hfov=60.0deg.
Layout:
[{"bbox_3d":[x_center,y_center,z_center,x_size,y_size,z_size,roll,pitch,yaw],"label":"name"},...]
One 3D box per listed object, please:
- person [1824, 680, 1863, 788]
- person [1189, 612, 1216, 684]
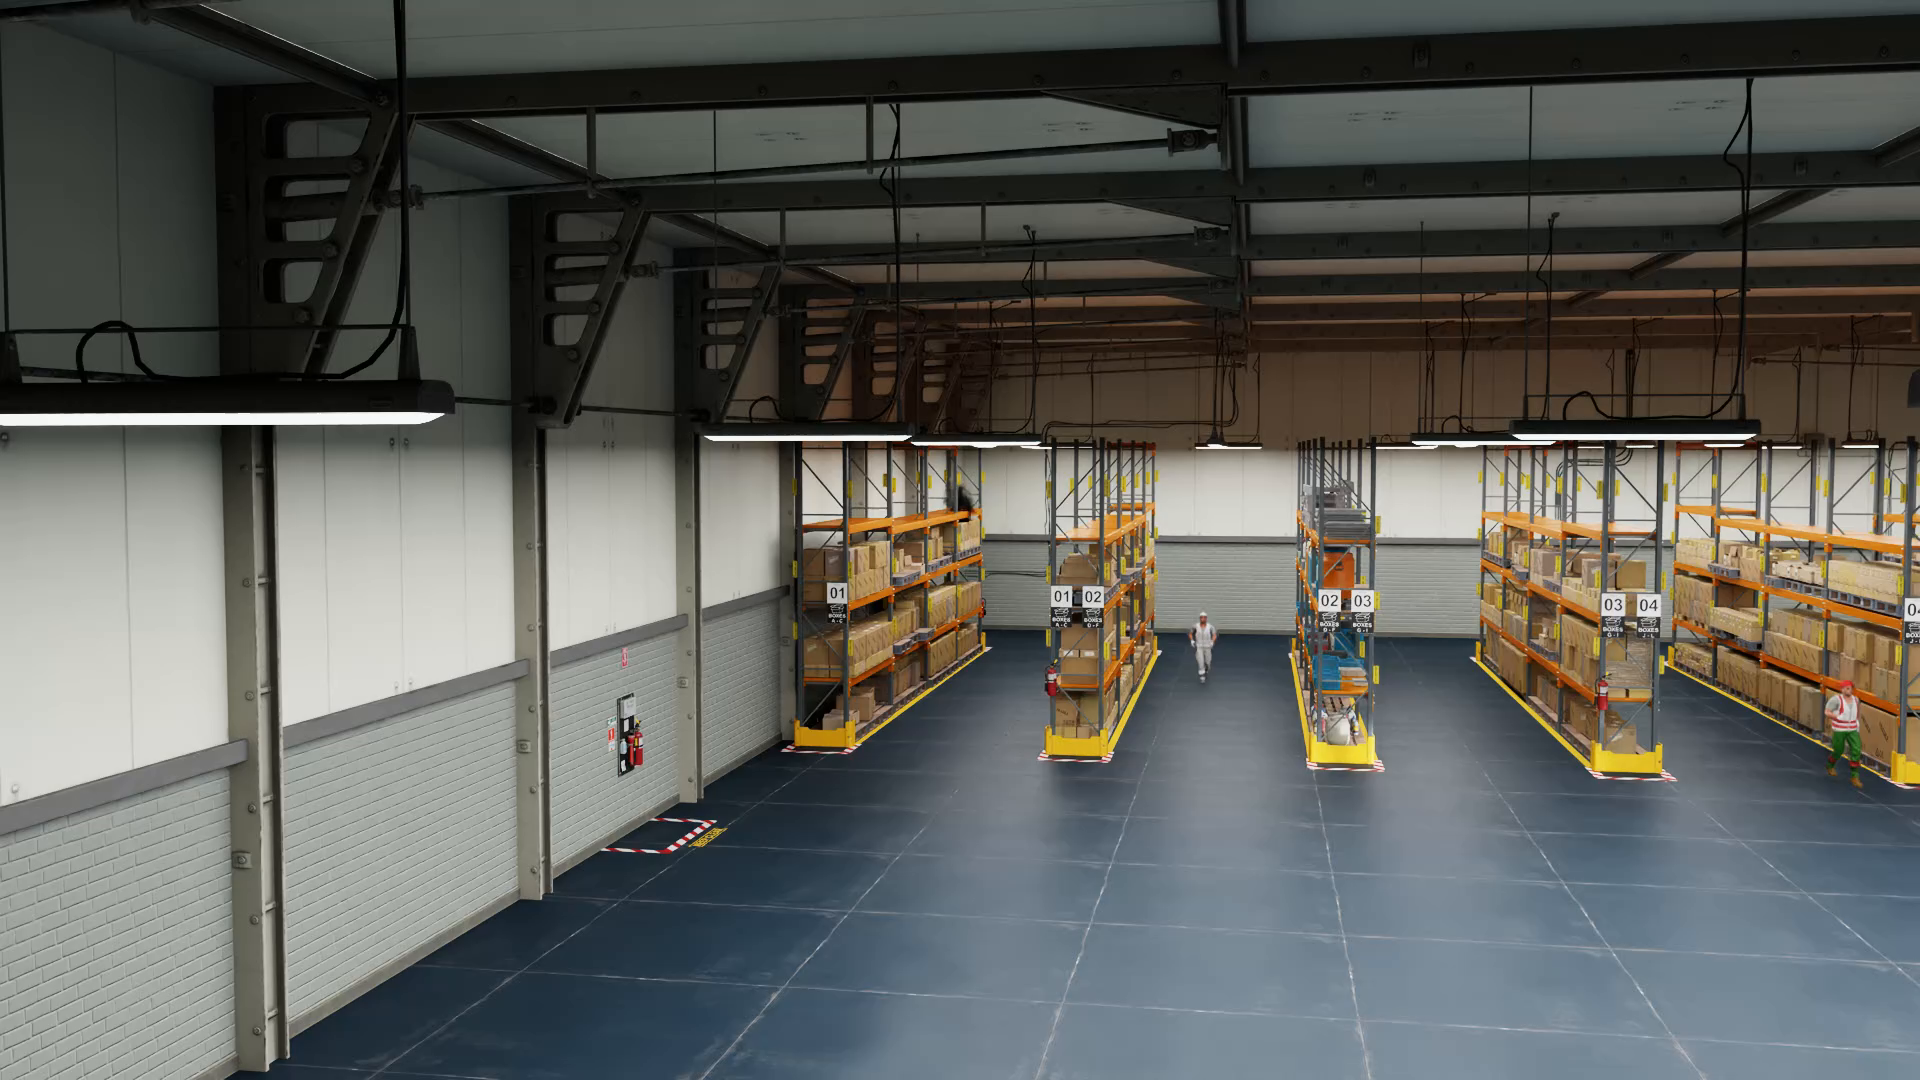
[{"bbox_3d":[15.285,3.305,28.756,0.688,1.797,0.958,0,3,0],"label":"person"},{"bbox_3d":[6.005,2.662,41.189,0.681,1.756,0.705,0,3,7],"label":"person"}]
